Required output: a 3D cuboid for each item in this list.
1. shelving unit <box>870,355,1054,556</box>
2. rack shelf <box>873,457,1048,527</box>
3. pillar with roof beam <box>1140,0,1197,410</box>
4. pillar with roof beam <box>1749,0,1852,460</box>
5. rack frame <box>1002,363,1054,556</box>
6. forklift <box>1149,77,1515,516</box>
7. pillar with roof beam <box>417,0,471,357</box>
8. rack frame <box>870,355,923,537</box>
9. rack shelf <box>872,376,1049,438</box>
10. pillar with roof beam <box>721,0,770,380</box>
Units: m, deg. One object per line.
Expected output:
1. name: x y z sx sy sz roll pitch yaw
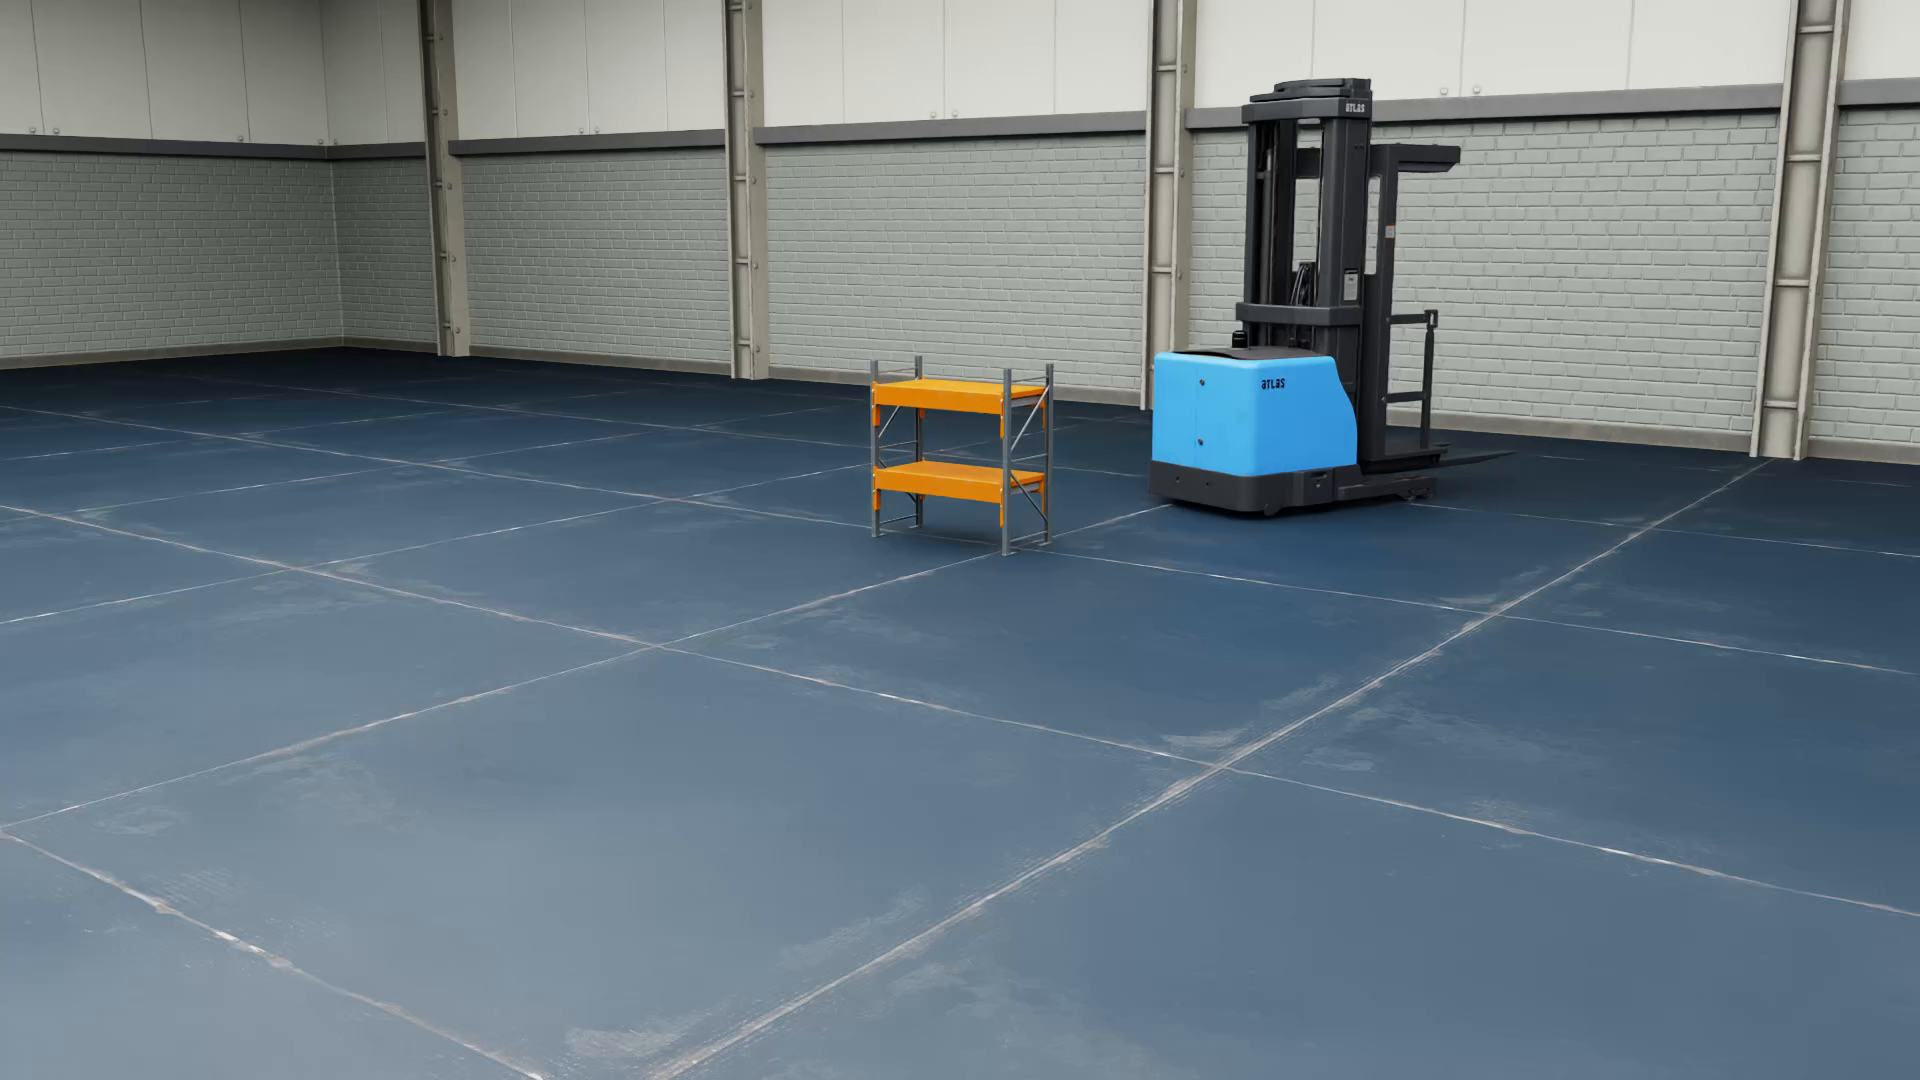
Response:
1. shelving unit: 0.005 -0.552 10.419 1.048 1.125 0.538 8 13 36
2. rack shelf: 0.005 -0.311 10.465 1.000 0.278 0.538 8 13 36
3. pillar with roof beam: -0.382 -5.150 13.458 0.400 9.000 9.100 8 13 36
4. pillar with roof beam: 4.454 -4.475 9.971 0.400 9.000 9.100 8 13 36
5. rack frame: 0.415 -0.494 10.124 0.032 1.125 0.500 8 13 36
6. forklift: 2.862 -1.792 12.078 3.031 2.935 1.130 -7 13 -33
7. pillar with roof beam: -10.054 -6.499 20.432 0.400 9.000 9.100 8 13 36
8. rack frame: -0.404 -0.609 10.714 0.032 1.125 0.500 8 13 36
9. rack shelf: 0.005 -0.839 10.363 1.000 0.278 0.538 8 13 36
10. pillar with roof beam: -5.218 -5.824 16.945 0.400 9.000 9.100 8 13 36
